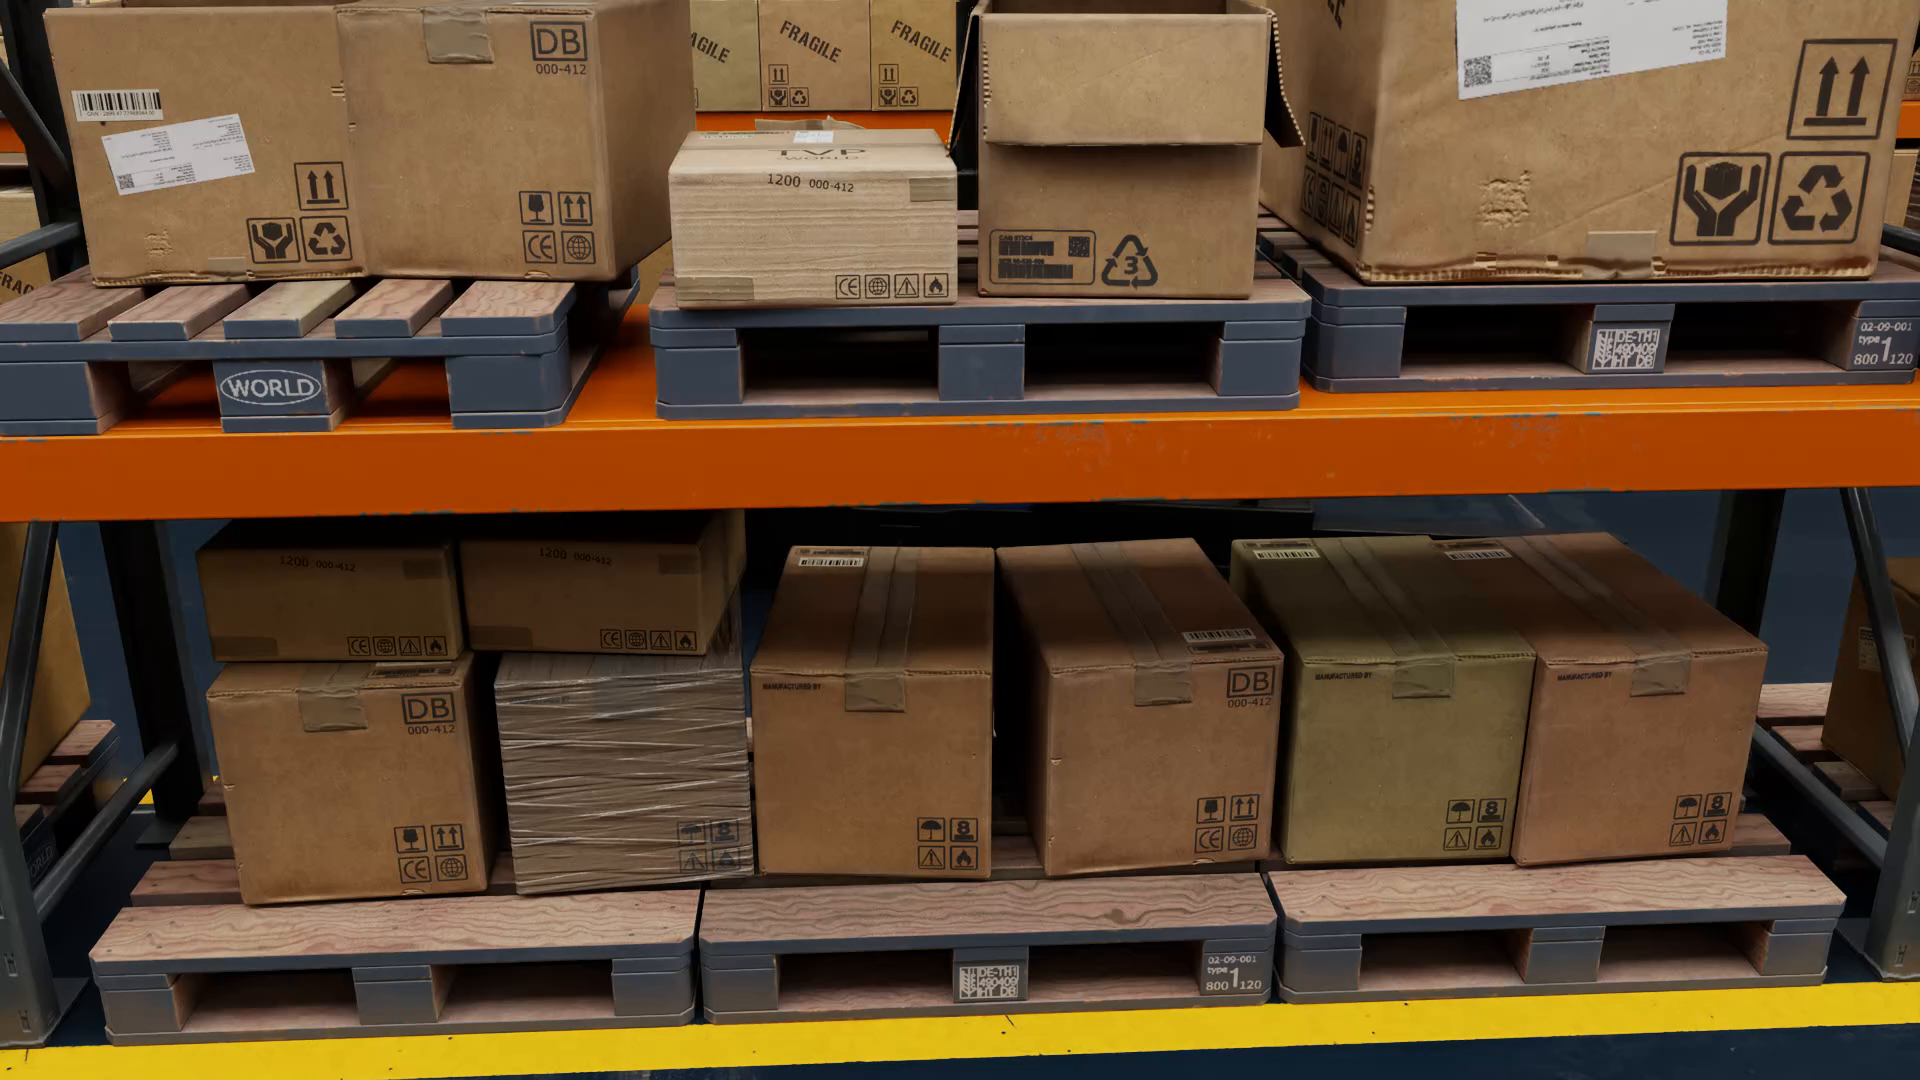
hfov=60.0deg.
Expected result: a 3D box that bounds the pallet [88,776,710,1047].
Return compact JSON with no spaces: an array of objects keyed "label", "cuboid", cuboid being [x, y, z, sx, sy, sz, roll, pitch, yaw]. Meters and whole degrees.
[{"label":"pallet","cuboid":[-1.181,0.748,3.860,1.213,0.211,1.003,-1,21,-3]}]

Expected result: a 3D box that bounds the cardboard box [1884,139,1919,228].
[{"label":"cardboard box","cuboid":[4.292,-1.614,8.540,0.875,0.875,0.875,-1,21,-4]}]

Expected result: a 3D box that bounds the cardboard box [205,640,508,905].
[{"label":"cardboard box","cuboid":[-1.293,0.402,3.744,0.500,0.500,0.700,-2,21,-6]}]

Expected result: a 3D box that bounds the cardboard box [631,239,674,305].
[{"label":"cardboard box","cuboid":[-1.530,-1.429,8.231,0.750,0.750,1.050,-1,21,-4]}]

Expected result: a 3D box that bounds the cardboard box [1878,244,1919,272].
[{"label":"cardboard box","cuboid":[2.231,-0.613,3.867,0.250,0.149,0.380,-1,21,-3]}]

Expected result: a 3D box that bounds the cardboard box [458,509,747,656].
[{"label":"cardboard box","cuboid":[-0.765,0.034,3.658,0.500,0.250,0.500,1,21,3]}]

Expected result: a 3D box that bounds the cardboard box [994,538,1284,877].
[{"label":"cardboard box","cuboid":[0.383,0.361,3.852,0.500,0.500,0.700,-3,21,-8]}]

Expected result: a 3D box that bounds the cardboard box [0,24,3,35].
[{"label":"cardboard box","cuboid":[-4.156,-2.318,7.337,0.250,0.149,0.380,-2,21,-4]}]

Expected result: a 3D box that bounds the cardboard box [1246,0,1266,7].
[{"label":"cardboard box","cuboid":[1.345,-2.326,7.875,0.500,0.500,0.500,-1,21,-3]}]

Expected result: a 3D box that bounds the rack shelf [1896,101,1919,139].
[{"label":"rack shelf","cuboid":[3.847,-2.090,8.405,4.000,0.370,1.077,-1,21,-3]}]

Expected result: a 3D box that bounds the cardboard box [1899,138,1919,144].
[{"label":"cardboard box","cuboid":[5.171,-1.632,8.589,0.875,0.875,0.875,-1,21,-3]}]

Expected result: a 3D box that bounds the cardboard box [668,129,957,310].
[{"label":"cardboard box","cuboid":[-0.274,-0.618,3.150,0.500,0.250,0.500,-2,21,-5]}]

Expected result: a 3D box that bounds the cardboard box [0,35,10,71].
[{"label":"cardboard box","cuboid":[-4.162,-2.179,7.390,0.250,0.149,0.380,-2,21,-6]}]

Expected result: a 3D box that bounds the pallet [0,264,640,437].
[{"label":"pallet","cuboid":[-1.255,-0.503,3.495,1.003,0.211,1.213,-1,21,-3]}]

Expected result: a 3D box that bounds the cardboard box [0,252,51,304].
[{"label":"cardboard box","cuboid":[-4.333,-1.198,7.975,0.500,0.500,0.500,-1,21,-2]}]

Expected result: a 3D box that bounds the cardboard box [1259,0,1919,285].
[{"label":"cardboard box","cuboid":[1.231,-1.131,3.444,1.000,1.000,1.000,-1,21,-3]}]

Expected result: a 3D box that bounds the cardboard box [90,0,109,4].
[{"label":"cardboard box","cuboid":[-3.638,-2.329,7.366,0.250,0.149,0.380,-1,21,-3]}]

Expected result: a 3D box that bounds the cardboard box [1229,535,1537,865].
[{"label":"cardboard box","cuboid":[0.941,0.349,3.883,0.500,0.500,0.700,-1,21,-3]}]

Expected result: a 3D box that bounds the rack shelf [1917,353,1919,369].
[{"label":"rack shelf","cuboid":[4.029,-0.326,3.771,4.000,0.370,1.077,-1,21,-3]}]

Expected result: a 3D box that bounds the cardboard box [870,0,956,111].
[{"label":"cardboard box","cuboid":[-0.171,-2.295,7.792,0.500,0.500,0.500,-1,21,-4]}]

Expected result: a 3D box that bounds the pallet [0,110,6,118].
[{"label":"pallet","cuboid":[-4.117,-2.159,7.847,1.213,0.211,1.003,-1,21,-3]}]

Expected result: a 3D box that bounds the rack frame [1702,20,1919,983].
[{"label":"rack frame","cuboid":[2.033,-0.621,3.537,0.127,3.000,1.000,-1,21,-3]}]

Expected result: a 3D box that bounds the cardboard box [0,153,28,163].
[{"label":"cardboard box","cuboid":[-7.153,-3.003,12.804,0.875,0.438,0.875,-1,21,-4]}]

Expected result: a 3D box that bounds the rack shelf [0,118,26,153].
[{"label":"rack shelf","cuboid":[-4.140,-1.927,7.978,4.000,0.370,1.077,-1,21,-3]}]

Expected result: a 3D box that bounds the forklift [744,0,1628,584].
[{"label":"forklift","cuboid":[0.739,-1.337,5.512,3.031,2.935,1.130,3,21,7]}]

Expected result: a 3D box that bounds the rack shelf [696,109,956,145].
[{"label":"rack shelf","cuboid":[-0.146,-2.008,8.191,4.000,0.370,1.077,-1,21,-3]}]

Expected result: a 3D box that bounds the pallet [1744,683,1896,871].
[{"label":"pallet","cuboid":[2.701,0.656,4.102,1.213,0.211,1.003,-1,21,-3]}]

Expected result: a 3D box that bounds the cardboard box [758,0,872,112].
[{"label":"cardboard box","cuboid":[-0.668,-2.285,7.767,0.500,0.500,0.500,-1,21,-3]}]

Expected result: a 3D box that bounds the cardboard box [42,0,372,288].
[{"label":"cardboard box","cuboid":[-1.424,-0.808,3.297,0.500,0.500,0.500,-4,21,-10]}]

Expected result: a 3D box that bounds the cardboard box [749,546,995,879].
[{"label":"cardboard box","cuboid":[-0.174,0.372,3.822,0.500,0.500,0.700,1,21,1]}]

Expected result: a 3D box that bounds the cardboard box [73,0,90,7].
[{"label":"cardboard box","cuboid":[-3.898,-2.323,7.352,0.250,0.149,0.380,-1,21,-2]}]

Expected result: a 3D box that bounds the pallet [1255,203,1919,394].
[{"label":"pallet","cuboid":[1.261,-0.568,3.666,1.213,0.211,1.003,-1,21,-3]}]

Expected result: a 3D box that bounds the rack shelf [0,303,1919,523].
[{"label":"rack shelf","cuboid":[0.036,-0.244,3.558,4.000,0.370,1.077,-1,21,-3]}]

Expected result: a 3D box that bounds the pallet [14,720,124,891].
[{"label":"pallet","cuboid":[-2.752,0.753,3.848,1.213,0.211,1.003,-1,21,-3]}]

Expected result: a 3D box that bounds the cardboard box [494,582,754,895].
[{"label":"cardboard box","cuboid":[-0.740,0.386,3.786,0.500,0.500,0.700,-3,21,-8]}]

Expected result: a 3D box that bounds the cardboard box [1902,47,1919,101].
[{"label":"cardboard box","cuboid":[4.362,-2.527,8.332,0.550,0.550,0.875,-1,21,-3]}]

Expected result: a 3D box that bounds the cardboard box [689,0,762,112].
[{"label":"cardboard box","cuboid":[-1.172,-2.275,7.741,0.500,0.500,0.500,-1,21,-4]}]

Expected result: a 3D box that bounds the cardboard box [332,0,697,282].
[{"label":"cardboard box","cuboid":[-0.872,-0.855,3.420,0.500,0.500,0.700,2,21,5]}]

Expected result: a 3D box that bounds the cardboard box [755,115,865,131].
[{"label":"cardboard box","cuboid":[-0.311,-0.803,3.613,0.258,0.266,0.396,-2,21,-5]}]

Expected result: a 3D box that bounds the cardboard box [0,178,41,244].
[{"label":"cardboard box","cuboid":[-4.343,-1.543,7.826,0.500,0.250,0.500,0,21,-1]}]

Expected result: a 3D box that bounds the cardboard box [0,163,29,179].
[{"label":"cardboard box","cuboid":[-4.893,-1.712,8.270,0.500,0.250,0.500,0,21,0]}]

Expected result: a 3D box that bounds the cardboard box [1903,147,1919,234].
[{"label":"cardboard box","cuboid":[2.485,-0.794,3.432,0.500,0.500,0.875,-1,21,-3]}]

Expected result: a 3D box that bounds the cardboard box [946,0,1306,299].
[{"label":"cardboard box","cuboid":[0.307,-0.798,3.265,0.637,0.503,0.797,1,21,2]}]

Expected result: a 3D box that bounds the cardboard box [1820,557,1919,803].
[{"label":"cardboard box","cuboid":[2.434,0.357,3.891,0.500,0.500,0.500,-2,21,-5]}]

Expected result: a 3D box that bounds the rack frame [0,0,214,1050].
[{"label":"rack frame","cuboid":[-1.961,-0.540,3.323,0.127,3.000,1.000,-1,21,-3]}]

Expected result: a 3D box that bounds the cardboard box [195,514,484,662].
[{"label":"cardboard box","cuboid":[-1.294,0.048,3.620,0.500,0.250,0.500,0,21,-1]}]

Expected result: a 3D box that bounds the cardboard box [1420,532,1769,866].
[{"label":"cardboard box","cuboid":[1.418,0.346,3.891,0.500,0.500,0.700,-3,21,-7]}]

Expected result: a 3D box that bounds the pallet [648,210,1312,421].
[{"label":"pallet","cuboid":[0.013,-0.505,3.501,1.213,0.211,1.003,-1,21,-3]}]

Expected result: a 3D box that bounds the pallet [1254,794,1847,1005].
[{"label":"pallet","cuboid":[1.255,0.698,3.990,1.213,0.211,1.003,-1,21,-3]}]

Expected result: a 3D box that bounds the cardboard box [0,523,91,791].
[{"label":"cardboard box","cuboid":[-2.651,0.263,3.609,0.875,0.875,1.225,-2,21,-6]}]

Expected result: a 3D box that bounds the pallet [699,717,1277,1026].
[{"label":"pallet","cuboid":[0.035,0.724,3.922,1.213,0.211,1.003,-1,21,-3]}]

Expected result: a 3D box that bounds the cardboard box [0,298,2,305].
[{"label":"cardboard box","cuboid":[-2.462,-0.673,3.533,0.500,0.500,0.500,-1,21,-1]}]

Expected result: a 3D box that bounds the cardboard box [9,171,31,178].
[{"label":"cardboard box","cuboid":[-4.367,-1.728,8.312,0.500,0.250,0.500,-2,21,-5]}]
